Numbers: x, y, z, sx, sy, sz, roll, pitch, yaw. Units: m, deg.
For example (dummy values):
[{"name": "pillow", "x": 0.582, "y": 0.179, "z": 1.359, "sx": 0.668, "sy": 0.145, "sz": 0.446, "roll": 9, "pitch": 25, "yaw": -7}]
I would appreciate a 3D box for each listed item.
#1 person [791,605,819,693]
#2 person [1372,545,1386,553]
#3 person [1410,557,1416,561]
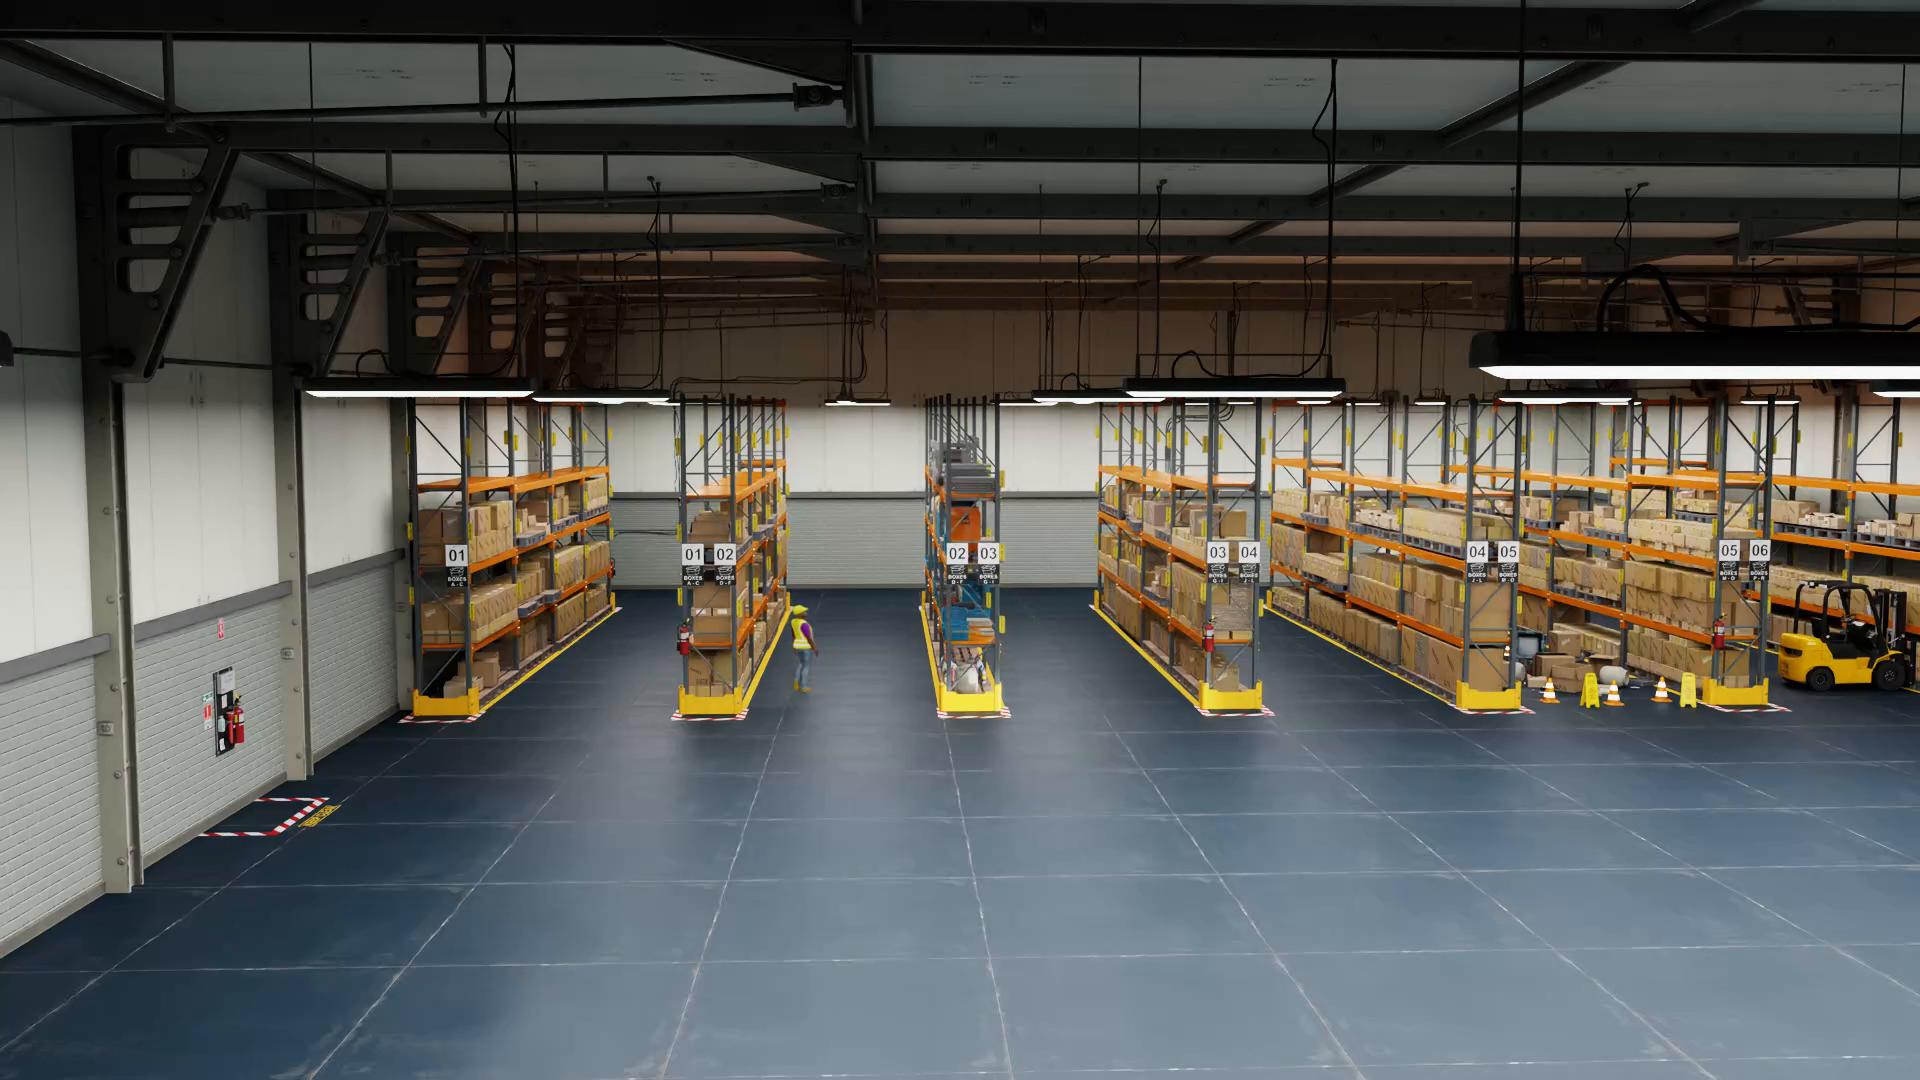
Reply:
[{"name": "person", "x": -3.136, "y": 2.188, "z": 33.461, "sx": 0.614, "sy": 1.767, "sz": 0.496, "roll": 3, "pitch": 5, "yaw": 31}, {"name": "person", "x": 13.162, "y": 0.740, "z": 52.168, "sx": 0.988, "sy": 1.724, "sz": 0.625, "roll": -2, "pitch": 5, "yaw": -20}, {"name": "person", "x": 12.379, "y": 1.311, "z": 45.585, "sx": 0.372, "sy": 1.645, "sz": 0.508, "roll": 0, "pitch": 5, "yaw": 0}]
